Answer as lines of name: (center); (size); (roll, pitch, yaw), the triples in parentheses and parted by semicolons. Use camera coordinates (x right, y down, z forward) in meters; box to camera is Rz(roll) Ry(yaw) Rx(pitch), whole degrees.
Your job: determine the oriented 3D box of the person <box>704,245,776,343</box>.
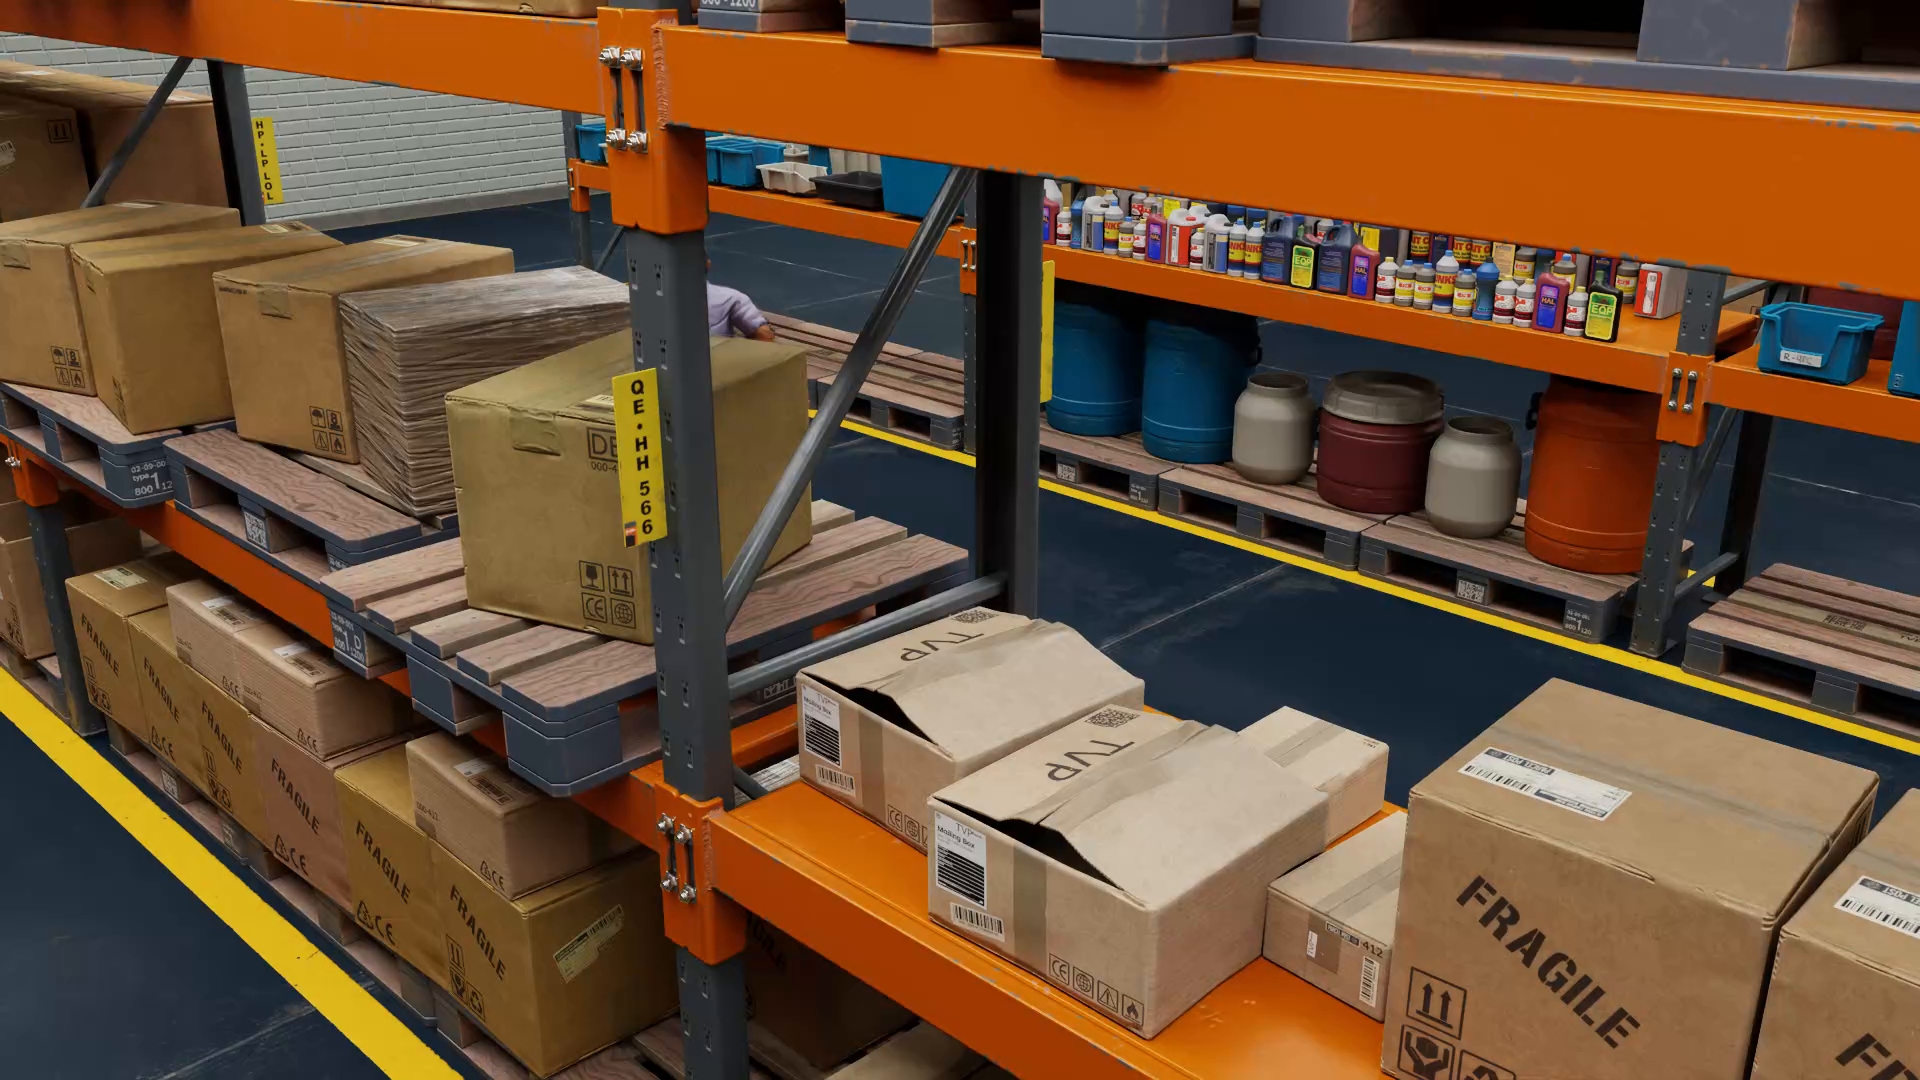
person: (-1.211, -0.640, 7.879); (0.628, 1.573, 0.586); (-7, 22, -18)
